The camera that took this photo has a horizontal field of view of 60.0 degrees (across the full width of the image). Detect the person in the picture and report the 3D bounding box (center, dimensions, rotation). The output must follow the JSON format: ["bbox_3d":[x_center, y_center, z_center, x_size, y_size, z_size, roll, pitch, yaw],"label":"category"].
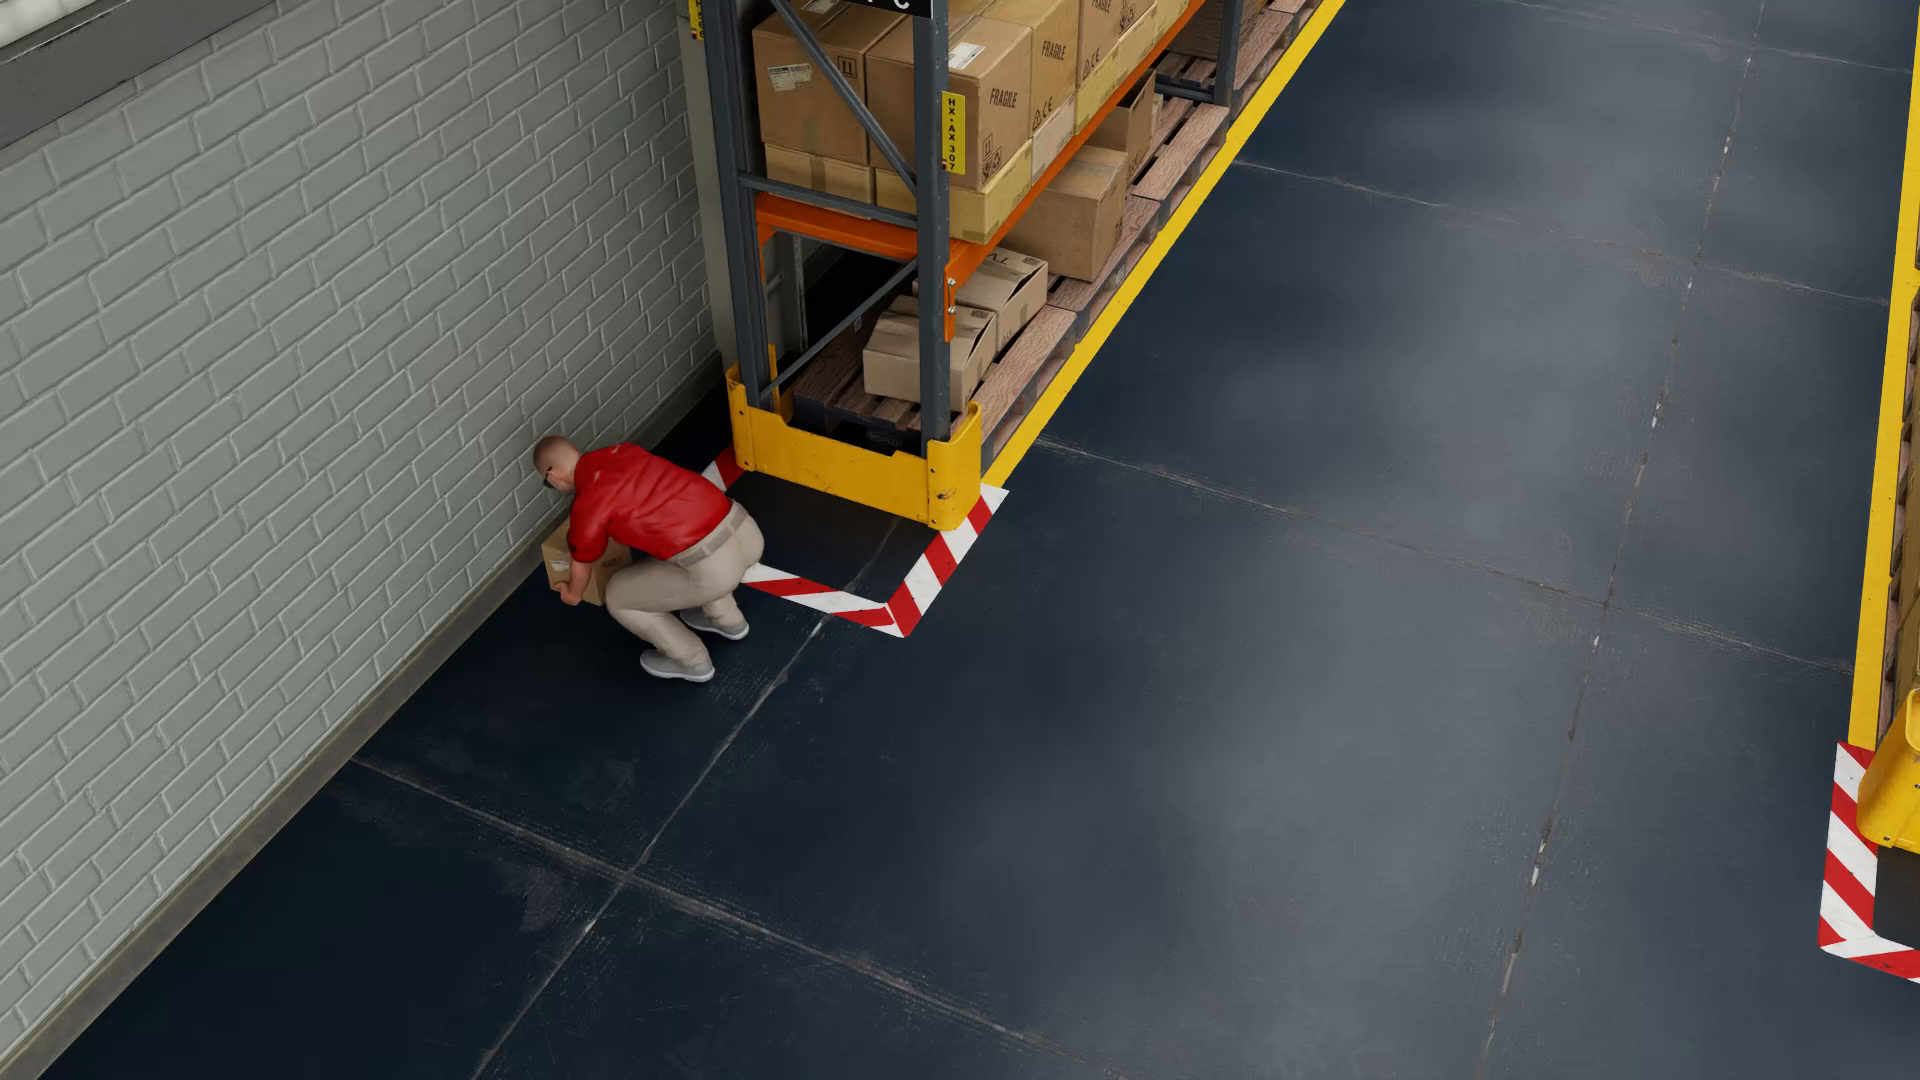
[{"bbox_3d":[-1.236,0.053,6.684,0.904,0.975,0.537,16,44,17],"label":"person"}]
